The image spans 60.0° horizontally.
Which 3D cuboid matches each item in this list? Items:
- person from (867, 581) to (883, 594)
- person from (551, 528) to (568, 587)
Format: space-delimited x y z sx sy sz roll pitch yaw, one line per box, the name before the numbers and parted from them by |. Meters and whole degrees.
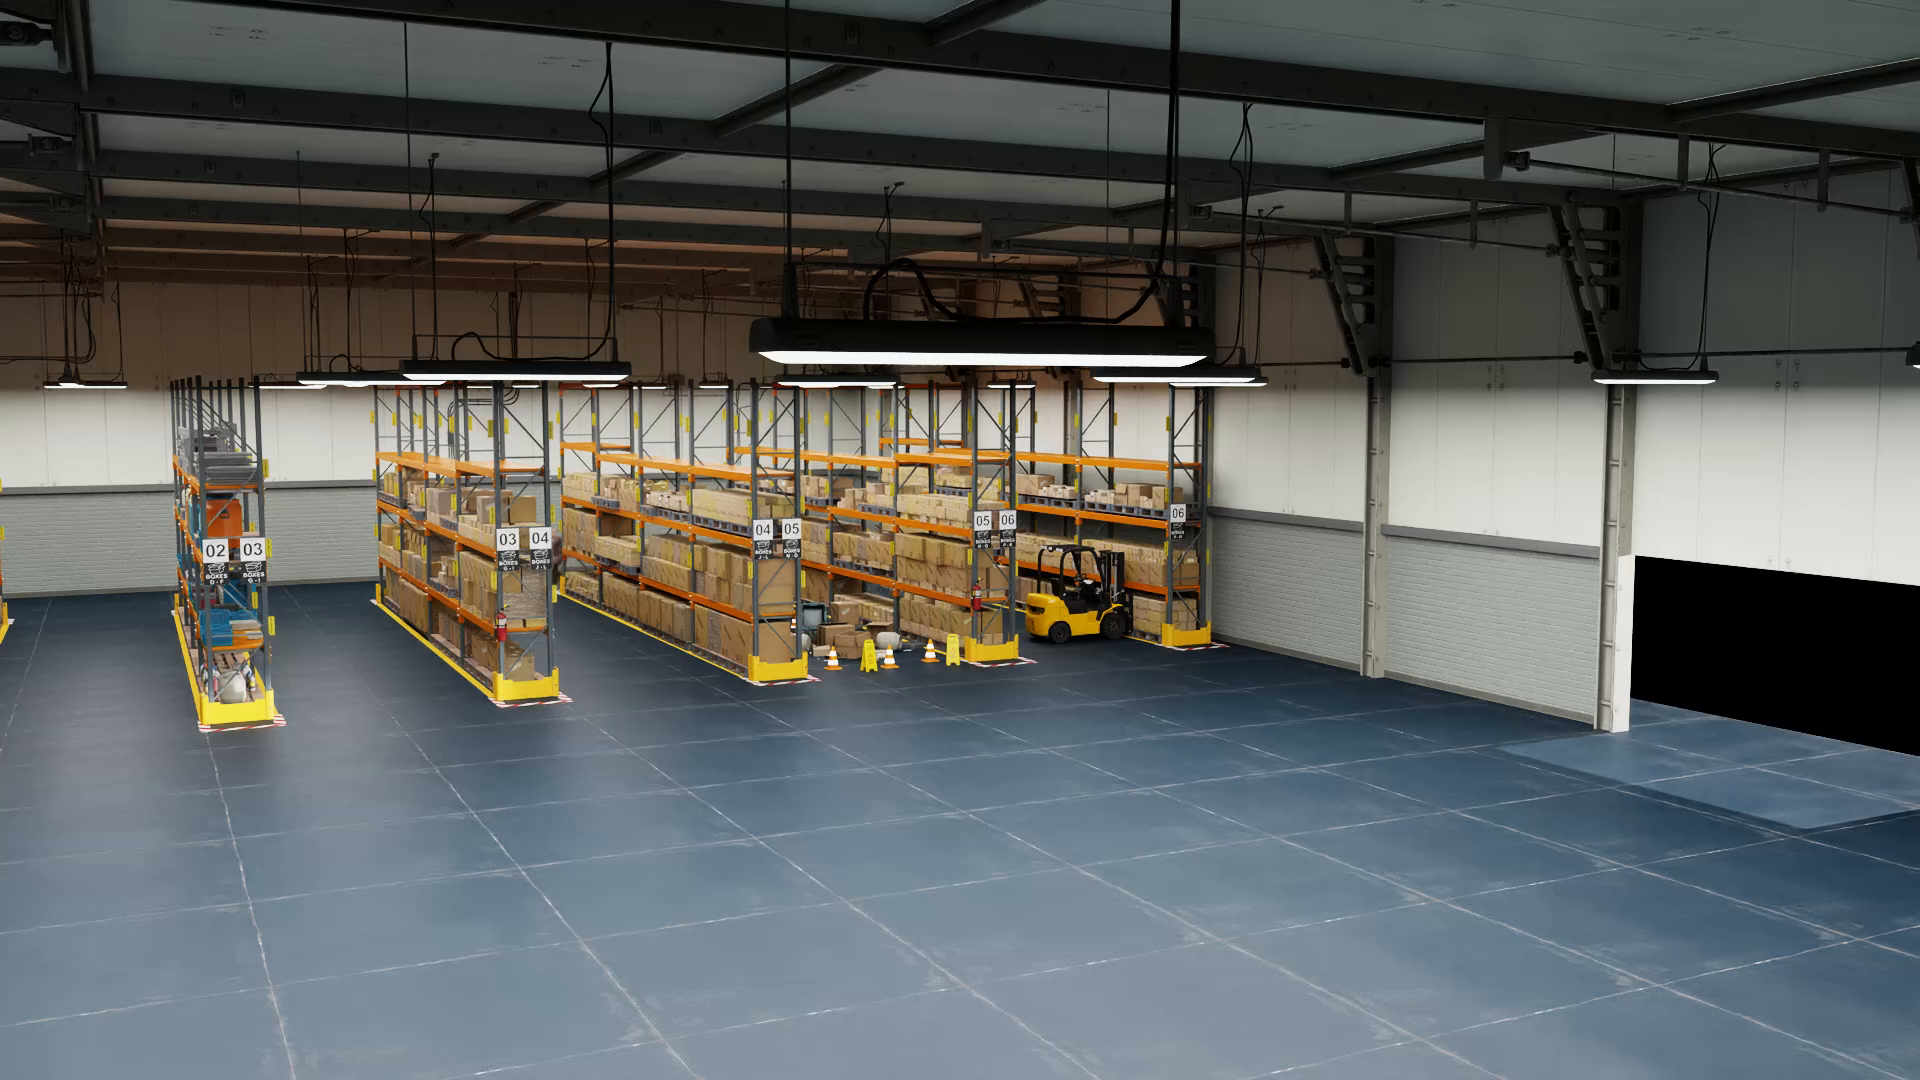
person | -2.394 0.612 45.151 0.619 1.677 0.774 -3 6 -32
person | -11.762 0.558 48.373 0.719 1.807 0.895 3 6 30
